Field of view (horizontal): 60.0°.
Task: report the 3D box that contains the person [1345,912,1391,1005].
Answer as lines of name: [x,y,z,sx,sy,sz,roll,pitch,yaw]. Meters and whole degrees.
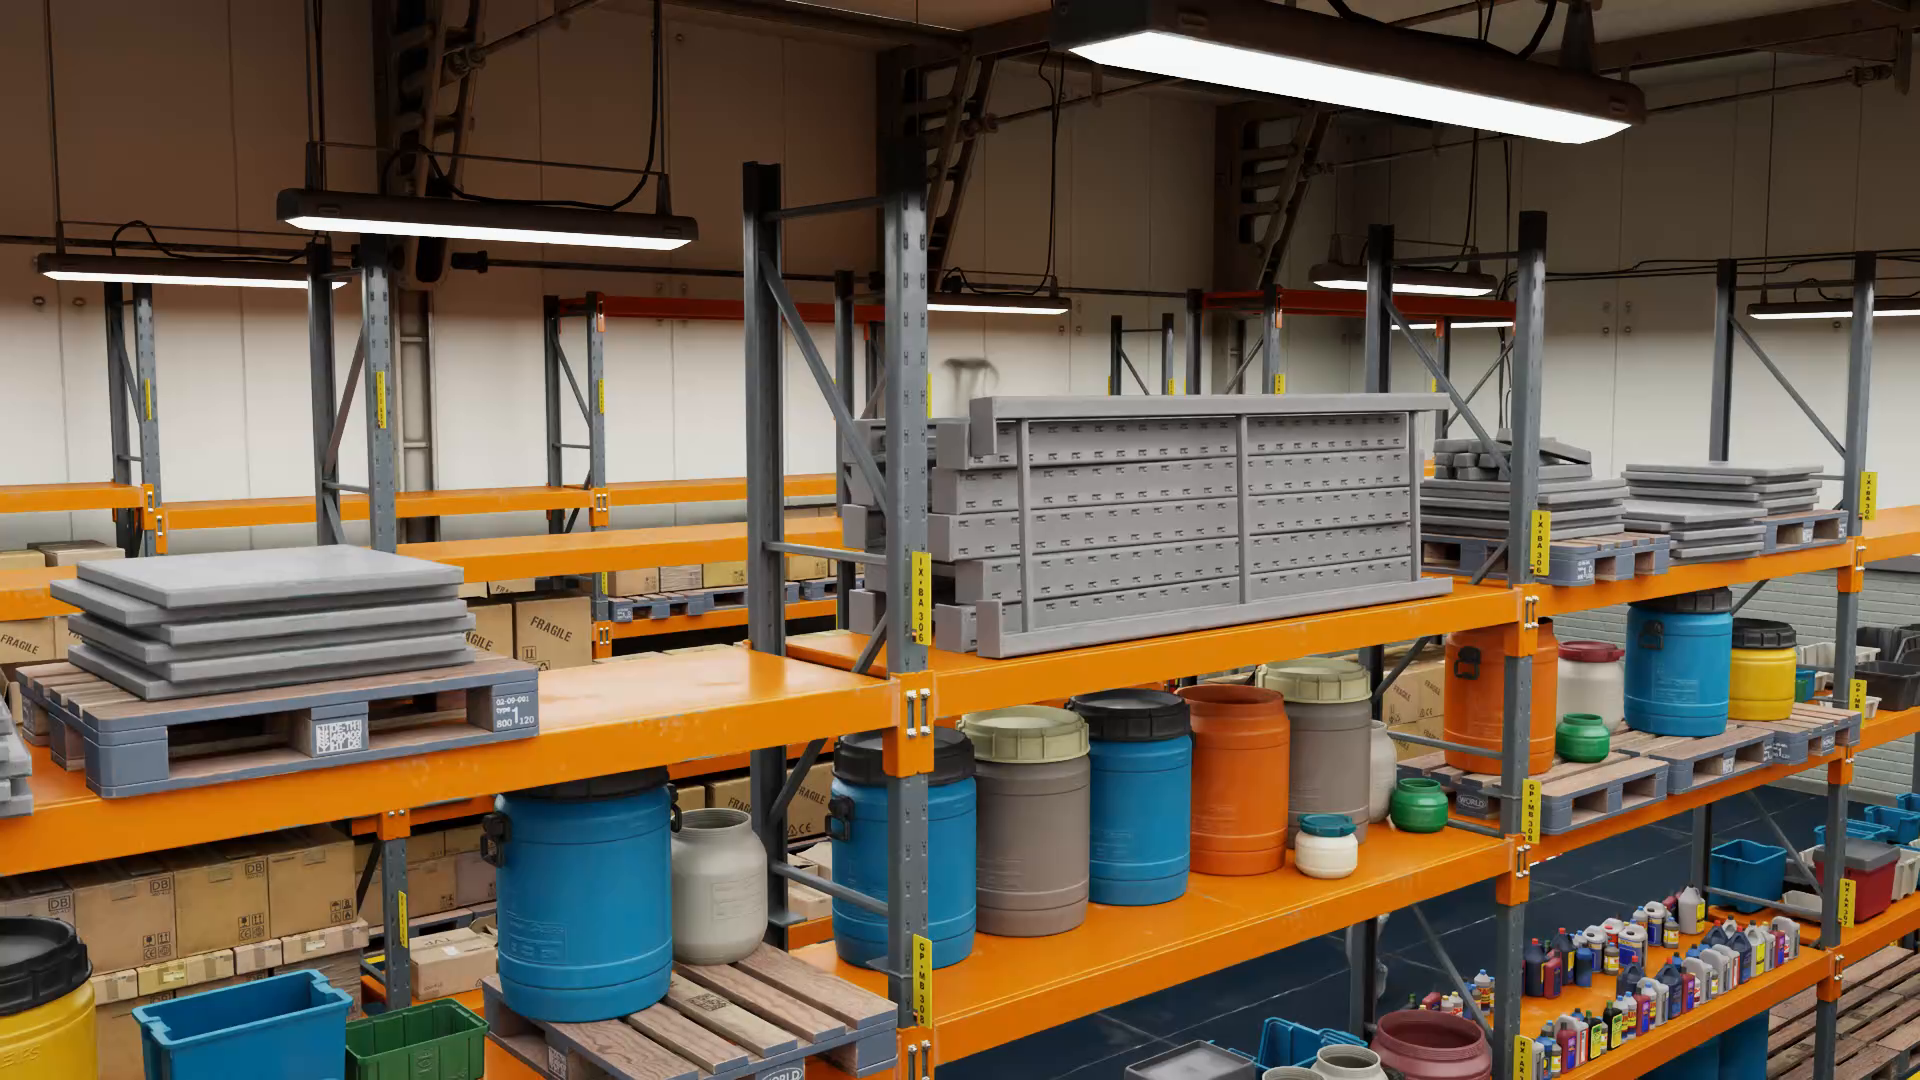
person: [3.316,3.041,13.599,0.494,1.664,0.624,-5,7,-40]
